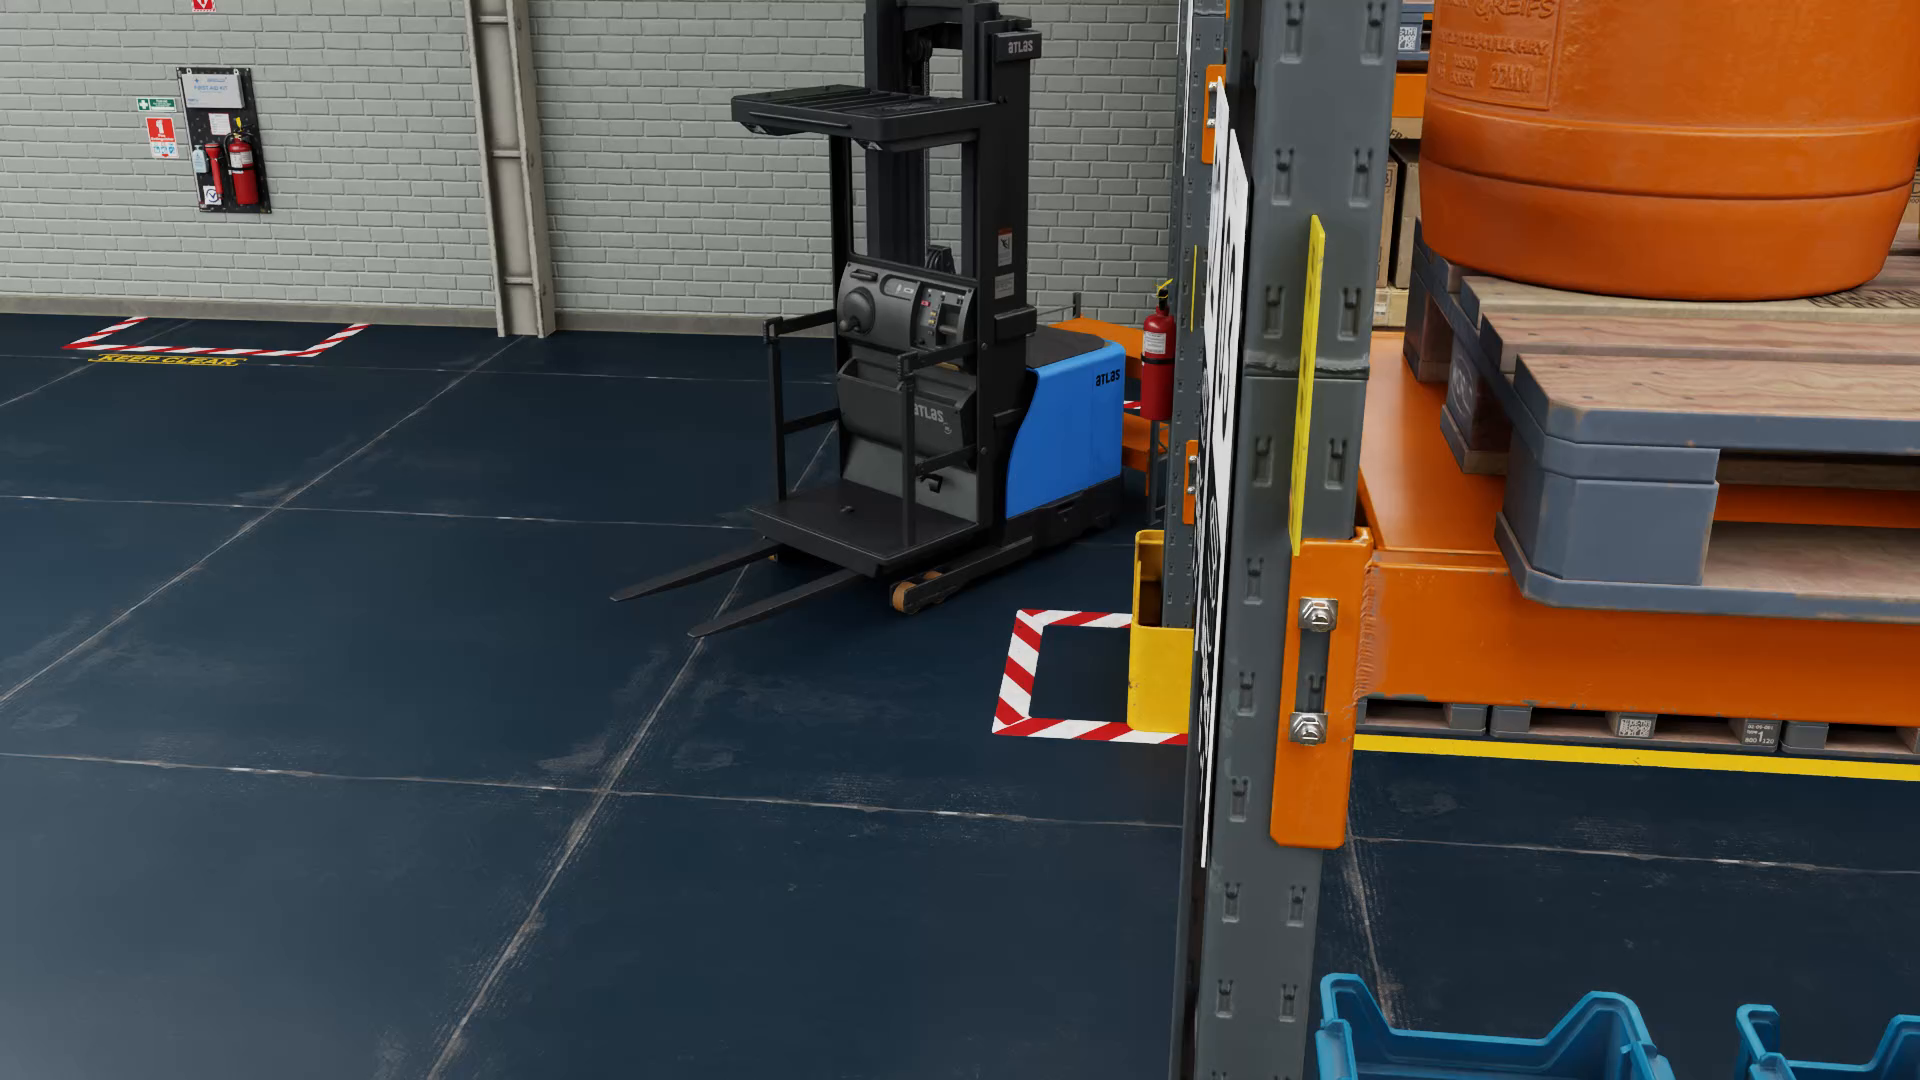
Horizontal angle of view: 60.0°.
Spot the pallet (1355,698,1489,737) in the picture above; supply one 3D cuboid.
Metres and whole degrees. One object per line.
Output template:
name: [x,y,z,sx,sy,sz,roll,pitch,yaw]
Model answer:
pallet: [1.763,0.554,7.752,1.213,0.211,1.003,2,22,6]

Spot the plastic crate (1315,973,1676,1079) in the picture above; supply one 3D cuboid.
plastic crate: [0.944,1.029,2.960,0.616,0.251,0.499,2,22,6]

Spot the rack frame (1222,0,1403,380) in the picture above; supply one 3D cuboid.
rack frame: [0.412,-1.743,1.608,0.127,3.000,1.000,2,22,6]

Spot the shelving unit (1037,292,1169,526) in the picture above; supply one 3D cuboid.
shelving unit: [0.915,-0.806,9.949,0.538,1.125,1.048,-20,29,-41]

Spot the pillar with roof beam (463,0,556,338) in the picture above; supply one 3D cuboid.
pillar with roof beam: [-4.090,-4.333,8.160,0.400,9.000,9.100,2,22,6]

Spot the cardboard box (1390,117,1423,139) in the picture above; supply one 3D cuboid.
cardboard box: [3.018,-2.678,11.290,0.500,0.500,0.500,2,22,5]

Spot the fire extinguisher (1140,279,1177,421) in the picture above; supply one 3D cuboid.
fire extinguisher: [0.936,-0.900,7.741,0.183,0.674,0.296,2,22,6]

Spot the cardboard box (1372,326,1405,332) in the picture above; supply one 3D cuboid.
cardboard box: [1.982,-0.762,7.150,0.500,0.500,0.700,3,22,8]

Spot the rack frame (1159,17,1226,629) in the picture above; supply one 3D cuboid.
rack frame: [0.998,-0.761,7.285,0.127,3.000,1.000,2,22,6]

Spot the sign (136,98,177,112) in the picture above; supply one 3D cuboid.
sign: [-6.567,-3.557,13.588,0.331,0.109,0.001,2,22,6]

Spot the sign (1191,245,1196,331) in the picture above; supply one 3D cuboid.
sign: [0.927,-0.998,6.599,0.005,0.325,0.100,2,22,6]

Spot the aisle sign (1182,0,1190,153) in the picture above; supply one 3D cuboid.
aisle sign: [0.968,-2.080,7.085,0.004,0.787,0.394,2,22,6]

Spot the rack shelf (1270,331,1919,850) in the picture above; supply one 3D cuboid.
rack shelf: [2.398,0.073,2.073,4.000,0.370,1.077,2,22,6]

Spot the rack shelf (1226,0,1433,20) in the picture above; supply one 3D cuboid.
rack shelf: [3.564,-3.544,11.222,4.000,0.370,1.077,2,22,6]

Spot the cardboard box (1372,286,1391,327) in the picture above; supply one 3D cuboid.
cardboard box: [1.625,-1.003,6.879,0.250,0.149,0.380,2,22,5]

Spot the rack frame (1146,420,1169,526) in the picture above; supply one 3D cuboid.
rack frame: [1.272,-0.673,9.612,0.500,1.125,0.032,-20,29,-41]

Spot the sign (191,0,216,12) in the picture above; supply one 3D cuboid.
sign: [-6.030,-4.350,13.211,0.199,0.298,0.001,2,22,6]

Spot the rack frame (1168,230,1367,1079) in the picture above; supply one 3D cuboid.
rack frame: [0.412,1.047,2.711,0.127,3.000,1.000,2,22,6]

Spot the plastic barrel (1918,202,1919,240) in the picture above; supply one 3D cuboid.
plastic barrel: [1.559,-0.627,2.040,0.600,0.588,0.600,0,22,0]

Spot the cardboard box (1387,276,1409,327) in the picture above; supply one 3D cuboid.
cardboard box: [1.873,-0.992,6.850,0.250,0.149,0.380,3,22,7]

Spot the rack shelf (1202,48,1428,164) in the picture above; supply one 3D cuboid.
rack shelf: [2.984,-1.735,6.647,4.000,0.370,1.077,2,22,6]

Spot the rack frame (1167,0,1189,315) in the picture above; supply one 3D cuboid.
rack frame: [1.578,-2.570,11.860,0.127,3.000,1.000,2,22,6]

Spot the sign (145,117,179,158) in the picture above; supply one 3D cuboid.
sign: [-6.570,-3.314,13.694,0.234,0.329,0.001,2,22,6]

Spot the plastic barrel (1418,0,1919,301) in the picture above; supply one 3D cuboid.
plastic barrel: [0.909,-0.768,2.067,0.708,0.830,0.600,2,22,6]

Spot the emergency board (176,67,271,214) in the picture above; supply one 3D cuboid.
emergency board: [-6.033,-3.236,13.544,0.643,1.169,0.194,2,22,6]

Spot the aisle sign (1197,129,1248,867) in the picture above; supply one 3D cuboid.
aisle sign: [0.306,-0.058,1.970,0.004,0.787,0.394,2,22,6]

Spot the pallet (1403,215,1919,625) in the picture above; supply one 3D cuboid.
pallet: [1.222,-0.188,2.013,1.213,0.211,1.003,2,22,6]

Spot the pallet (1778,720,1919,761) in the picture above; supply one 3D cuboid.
pallet: [4.186,0.659,7.485,1.213,0.211,1.003,2,22,6]

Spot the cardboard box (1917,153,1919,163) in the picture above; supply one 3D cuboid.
cardboard box: [4.027,-1.276,6.687,0.500,0.500,0.700,2,22,6]

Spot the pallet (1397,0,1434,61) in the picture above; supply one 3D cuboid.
pallet: [1.697,-2.075,6.648,1.213,0.211,1.003,2,22,6]

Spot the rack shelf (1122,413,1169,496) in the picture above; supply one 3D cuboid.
rack shelf: [0.915,-0.579,10.038,0.538,0.278,1.000,-20,29,-41]

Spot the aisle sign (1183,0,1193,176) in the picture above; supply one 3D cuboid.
aisle sign: [0.897,-1.861,6.531,0.004,0.787,0.394,2,22,6]

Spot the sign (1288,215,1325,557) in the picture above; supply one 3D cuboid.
sign: [0.343,-0.151,1.650,0.005,0.325,0.100,2,22,6]

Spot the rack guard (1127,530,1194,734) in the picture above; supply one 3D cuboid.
rack guard: [0.974,0.400,7.747,0.348,0.500,1.175,2,22,6]

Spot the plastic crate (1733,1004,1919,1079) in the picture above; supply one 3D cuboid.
plastic crate: [1.588,1.059,2.883,0.408,0.251,0.499,2,22,6]

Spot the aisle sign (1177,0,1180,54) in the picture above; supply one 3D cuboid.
aisle sign: [1.471,-3.672,11.113,0.004,0.787,0.394,2,22,6]

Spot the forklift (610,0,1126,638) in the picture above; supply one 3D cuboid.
forklift: [-0.432,-1.195,8.476,1.130,2.935,3.031,19,29,40]

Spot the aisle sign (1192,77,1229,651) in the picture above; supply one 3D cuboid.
aisle sign: [0.375,-0.273,2.515,0.004,0.787,0.394,2,22,6]

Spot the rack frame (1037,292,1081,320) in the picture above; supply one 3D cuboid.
rack frame: [0.558,-0.940,10.286,0.500,1.125,0.032,-20,29,-41]

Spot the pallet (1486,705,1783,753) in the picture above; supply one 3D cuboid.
pallet: [2.971,0.607,7.617,1.213,0.211,1.003,2,22,6]

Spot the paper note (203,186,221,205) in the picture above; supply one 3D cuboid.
paper note: [-6.201,-2.859,13.790,0.142,0.148,0.016,2,22,6]

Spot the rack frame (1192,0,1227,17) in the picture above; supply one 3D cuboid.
rack frame: [0.998,-3.551,6.182,0.127,3.000,1.000,2,22,6]

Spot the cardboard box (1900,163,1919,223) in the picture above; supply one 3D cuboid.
cardboard box: [3.530,-1.298,6.742,0.500,0.500,0.700,2,22,6]

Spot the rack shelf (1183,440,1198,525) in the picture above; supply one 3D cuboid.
rack shelf: [2.984,-0.340,7.198,4.000,0.370,1.077,2,22,6]

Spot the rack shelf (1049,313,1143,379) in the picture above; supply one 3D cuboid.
rack shelf: [0.915,-1.079,9.841,0.538,0.278,1.000,-20,29,-41]

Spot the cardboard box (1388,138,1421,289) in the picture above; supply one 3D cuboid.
cardboard box: [2.036,-1.363,6.907,0.500,0.500,0.700,2,22,5]

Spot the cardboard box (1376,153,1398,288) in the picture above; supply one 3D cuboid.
cardboard box: [1.513,-1.384,6.959,0.500,0.500,0.700,3,22,6]
